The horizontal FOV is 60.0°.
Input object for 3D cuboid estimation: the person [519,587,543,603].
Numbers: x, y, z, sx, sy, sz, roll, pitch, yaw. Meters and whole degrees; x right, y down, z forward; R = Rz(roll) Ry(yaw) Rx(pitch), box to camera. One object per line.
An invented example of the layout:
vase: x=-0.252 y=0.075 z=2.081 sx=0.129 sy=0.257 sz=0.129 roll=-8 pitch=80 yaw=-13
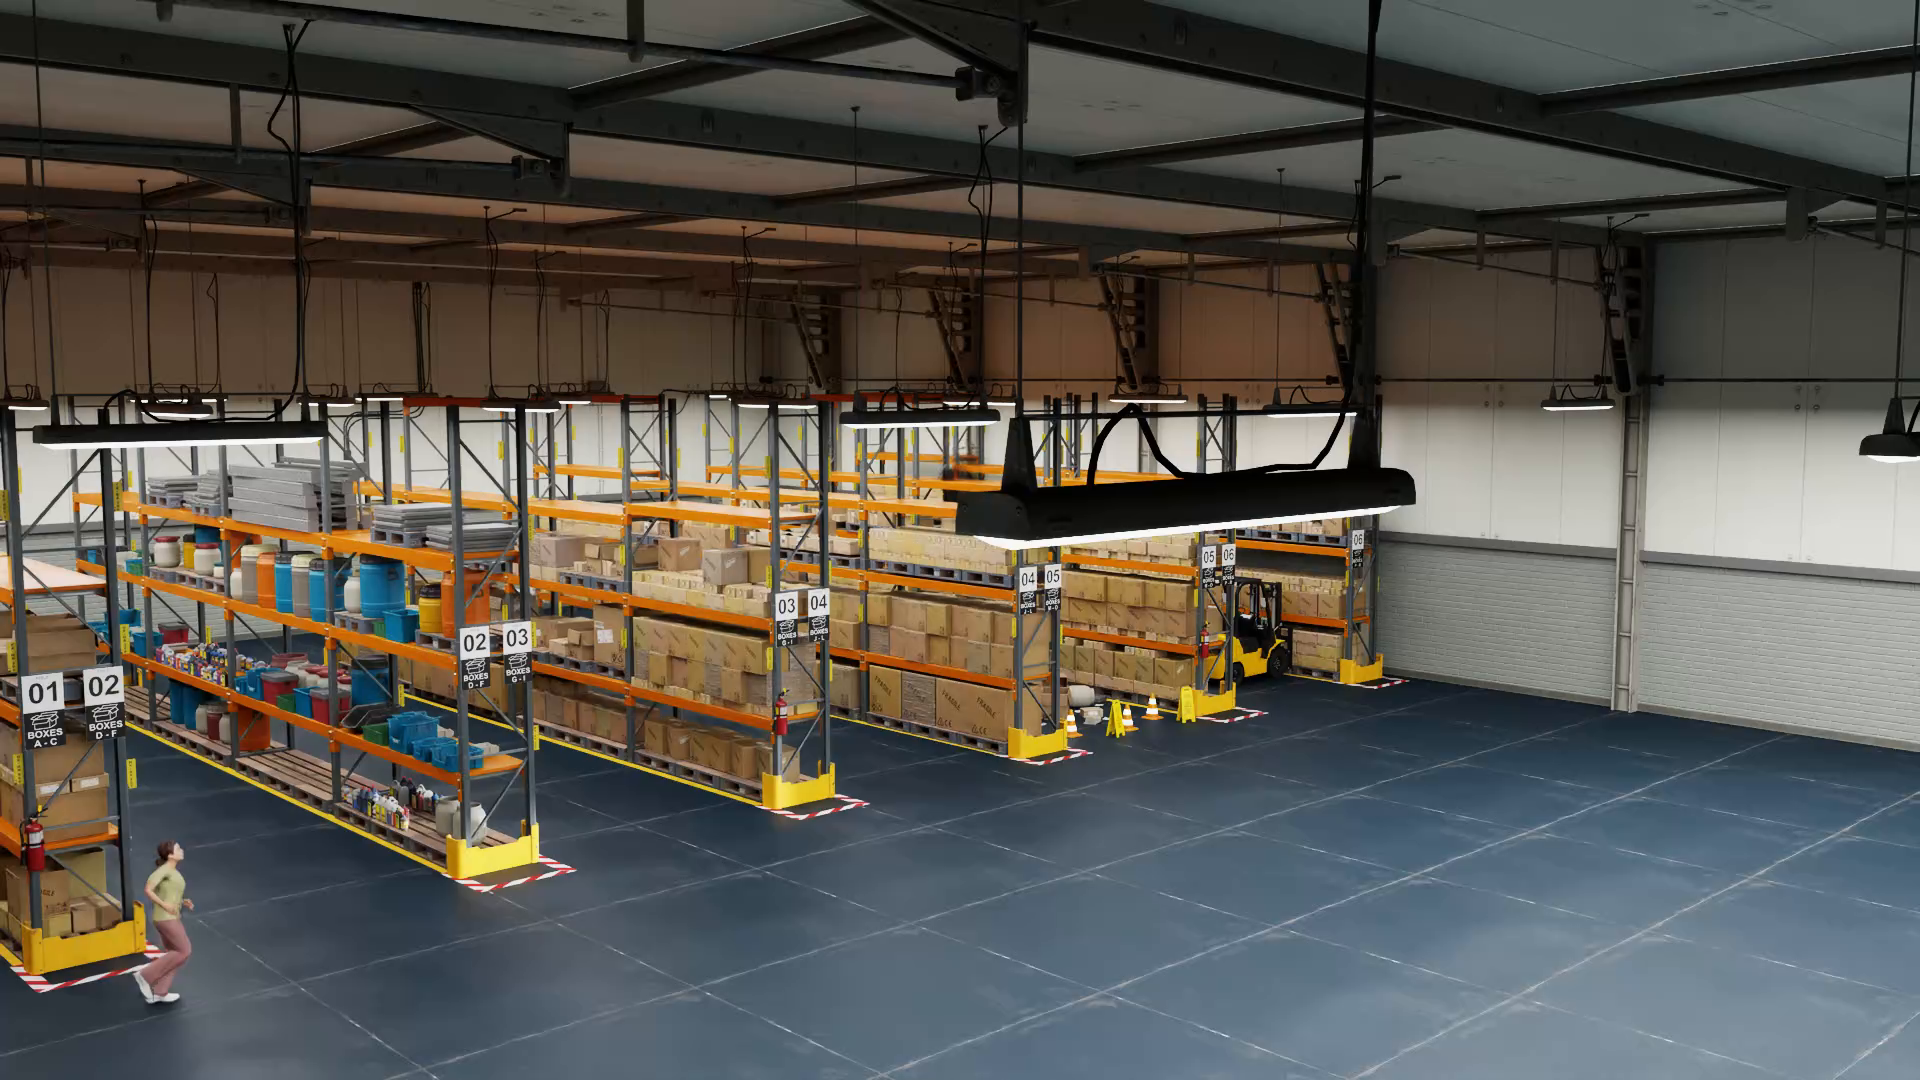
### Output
person: x=-10.468 y=1.553 z=40.539 sx=0.737 sy=1.851 sz=0.680 roll=4 pitch=7 yaw=36

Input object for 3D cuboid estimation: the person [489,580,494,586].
person: x=-11.213 y=1.722 z=39.414 sx=0.667 sy=1.607 sz=0.839 roll=1 pitch=6 yaw=6

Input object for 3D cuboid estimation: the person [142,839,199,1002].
person: x=-8.110 y=3.882 z=17.093 sx=0.530 sy=1.585 sz=0.646 roll=-2 pitch=6 yaw=-19

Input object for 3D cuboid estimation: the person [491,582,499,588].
person: x=-10.825 y=1.804 z=38.509 sx=0.577 sy=1.681 sz=0.732 roll=-2 pitch=6 yaw=-20

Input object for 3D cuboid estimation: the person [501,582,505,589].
person: x=-10.822 y=1.687 z=39.731 sx=0.609 sy=1.654 sz=0.580 roll=2 pitch=6 yaw=21
